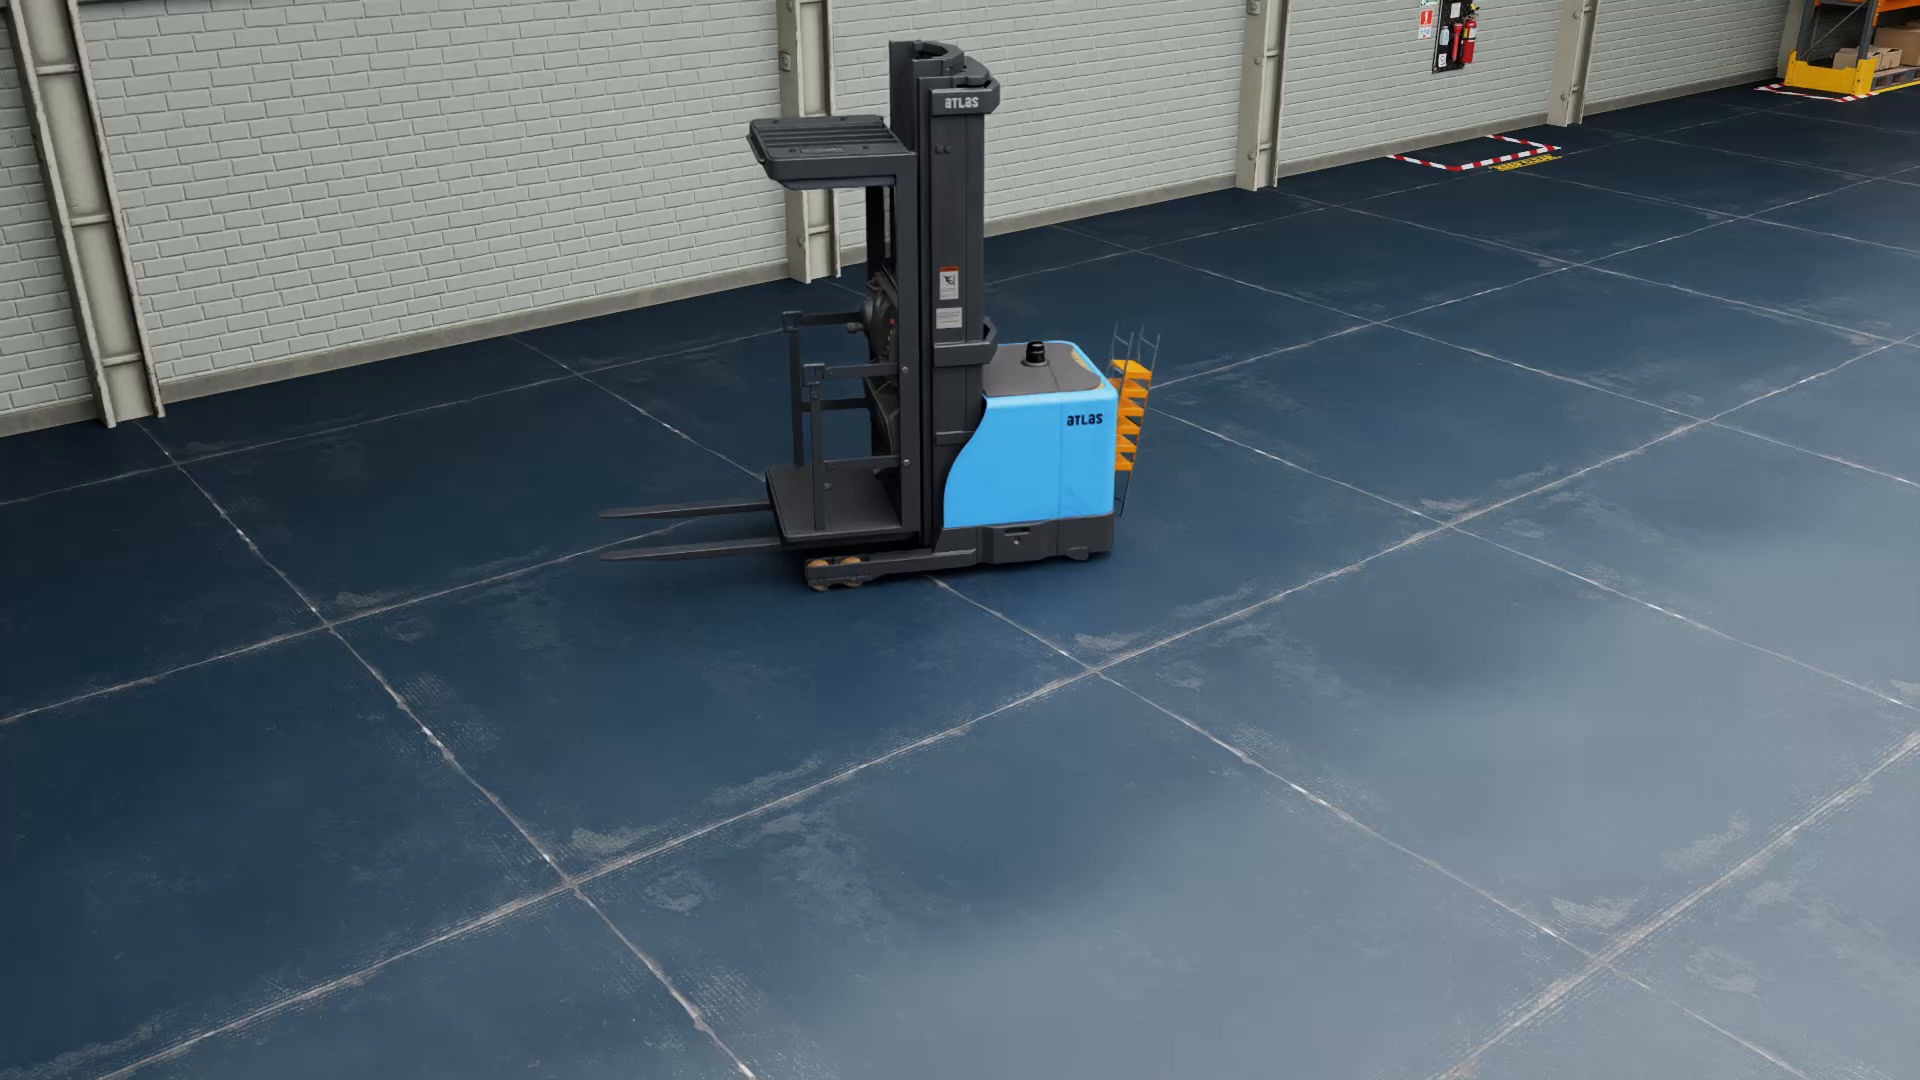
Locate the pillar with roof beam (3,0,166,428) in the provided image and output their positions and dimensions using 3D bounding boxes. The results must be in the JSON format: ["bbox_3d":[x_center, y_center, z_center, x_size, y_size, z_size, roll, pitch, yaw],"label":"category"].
[{"bbox_3d":[-3.426,-3.565,7.243,0.400,9.000,9.100,-18,31,-34],"label":"pillar with roof beam"}]

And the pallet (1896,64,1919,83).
[{"bbox_3d":[14.467,-7.306,25.741,1.213,0.211,1.003,-18,31,-34],"label":"pallet"}]

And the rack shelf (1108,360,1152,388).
[{"bbox_3d":[1.046,-1.035,10.297,0.180,0.103,0.258,0,23,-22],"label":"rack shelf"}]

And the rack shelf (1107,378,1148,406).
[{"bbox_3d":[1.027,-0.925,10.340,0.180,0.103,0.258,0,23,-22],"label":"rack shelf"}]

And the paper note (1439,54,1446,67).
[{"bbox_3d":[5.932,-5.894,20.433,0.142,0.148,0.016,-18,31,-34],"label":"paper note"}]

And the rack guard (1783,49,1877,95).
[{"bbox_3d":[12.846,-6.922,24.571,0.348,0.500,1.175,-18,31,-34],"label":"rack guard"}]

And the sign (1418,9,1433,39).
[{"bbox_3d":[5.615,-6.224,20.054,0.234,0.329,0.001,-18,31,-34],"label":"sign"}]

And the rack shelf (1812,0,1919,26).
[{"bbox_3d":[14.360,-8.230,25.274,4.000,0.370,1.077,-18,31,-34],"label":"rack shelf"}]

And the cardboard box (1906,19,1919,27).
[{"bbox_3d":[15.142,-7.858,26.066,0.500,0.500,0.500,-21,32,-38],"label":"cardboard box"}]

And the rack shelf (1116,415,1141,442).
[{"bbox_3d":[0.990,-0.705,10.428,0.180,0.103,0.258,0,23,-22],"label":"rack shelf"}]

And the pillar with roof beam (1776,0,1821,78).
[{"bbox_3d":[15.460,-9.800,20.676,0.400,9.000,9.100,-18,31,-34],"label":"pillar with roof beam"}]

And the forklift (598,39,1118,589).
[{"bbox_3d":[-0.643,-1.286,9.540,3.031,2.935,1.130,-5,25,-11],"label":"forklift"}]

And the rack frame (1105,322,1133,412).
[{"bbox_3d":[0.912,-0.746,10.377,0.006,1.200,0.240,0,23,-22],"label":"rack frame"}]

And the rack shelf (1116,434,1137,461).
[{"bbox_3d":[0.971,-0.594,10.471,0.180,0.103,0.258,0,23,-22],"label":"rack shelf"}]

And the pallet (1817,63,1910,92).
[{"bbox_3d":[13.507,-6.991,25.062,1.213,0.211,1.003,-18,31,-34],"label":"pallet"}]

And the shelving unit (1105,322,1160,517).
[{"bbox_3d":[0.997,-0.745,10.412,0.189,1.200,0.258,0,23,-22],"label":"shelving unit"}]

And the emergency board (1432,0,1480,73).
[{"bbox_3d":[6.114,-6.317,20.298,0.643,1.169,0.194,-18,31,-34],"label":"emergency board"}]

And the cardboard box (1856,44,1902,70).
[{"bbox_3d":[13.835,-7.314,25.118,0.500,0.311,0.500,-15,29,-30],"label":"cardboard box"}]

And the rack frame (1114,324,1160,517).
[{"bbox_3d":[1.082,-0.745,10.446,0.006,1.200,0.240,0,23,-22],"label":"rack frame"}]

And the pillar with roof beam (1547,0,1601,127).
[{"bbox_3d":[10.739,-8.241,17.318,0.400,9.000,9.100,-18,31,-34],"label":"pillar with roof beam"}]

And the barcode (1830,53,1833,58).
[{"bbox_3d":[13.154,-7.308,25.093,0.075,0.075,0.001,-18,31,-34],"label":"barcode"}]

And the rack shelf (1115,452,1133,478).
[{"bbox_3d":[0.953,-0.484,10.515,0.180,0.103,0.258,0,23,-22],"label":"rack shelf"}]

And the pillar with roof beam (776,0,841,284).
[{"bbox_3d":[1.296,-5.124,10.601,0.400,9.000,9.100,-18,31,-34],"label":"pillar with roof beam"}]

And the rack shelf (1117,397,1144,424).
[{"bbox_3d":[1.009,-0.815,10.384,0.180,0.103,0.258,0,23,-22],"label":"rack shelf"}]

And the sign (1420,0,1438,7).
[{"bbox_3d":[5.624,-6.462,19.939,0.331,0.109,0.001,-18,31,-34],"label":"sign"}]

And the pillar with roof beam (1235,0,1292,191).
[{"bbox_3d":[6.017,-6.683,13.960,0.400,9.000,9.100,-18,31,-34],"label":"pillar with roof beam"}]

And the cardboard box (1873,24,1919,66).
[{"bbox_3d":[14.443,-7.574,25.453,0.500,0.500,0.700,-21,32,-37],"label":"cardboard box"}]

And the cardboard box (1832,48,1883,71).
[{"bbox_3d":[13.387,-7.166,24.799,0.500,0.311,0.500,-23,33,-40],"label":"cardboard box"}]

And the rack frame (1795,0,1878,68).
[{"bbox_3d":[12.787,-8.036,24.003,0.127,3.000,1.000,-18,31,-34],"label":"rack frame"}]
